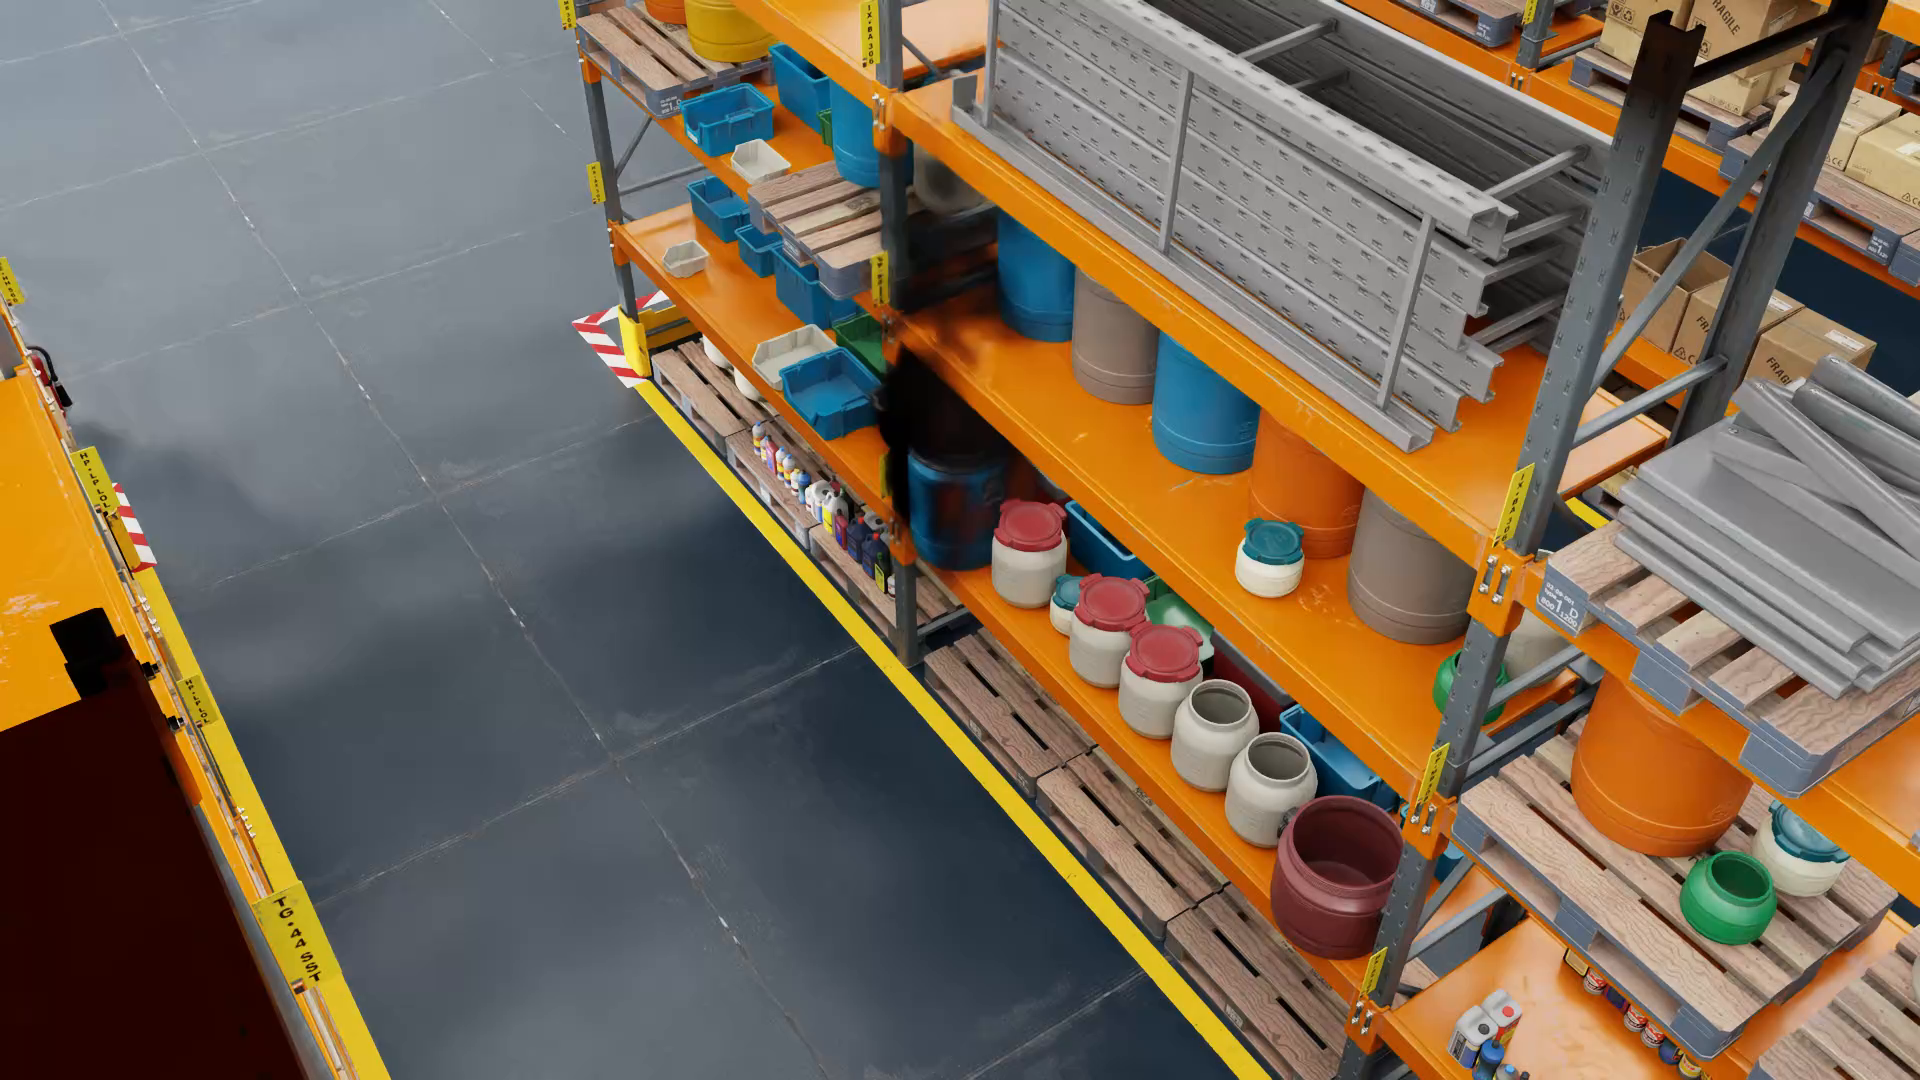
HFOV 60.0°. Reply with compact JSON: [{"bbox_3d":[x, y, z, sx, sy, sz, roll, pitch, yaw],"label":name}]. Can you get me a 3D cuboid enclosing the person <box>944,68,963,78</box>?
[{"bbox_3d":[-0.240,-4.861,15.857,0.735,1.631,0.533,0,43,0],"label":"person"}]
